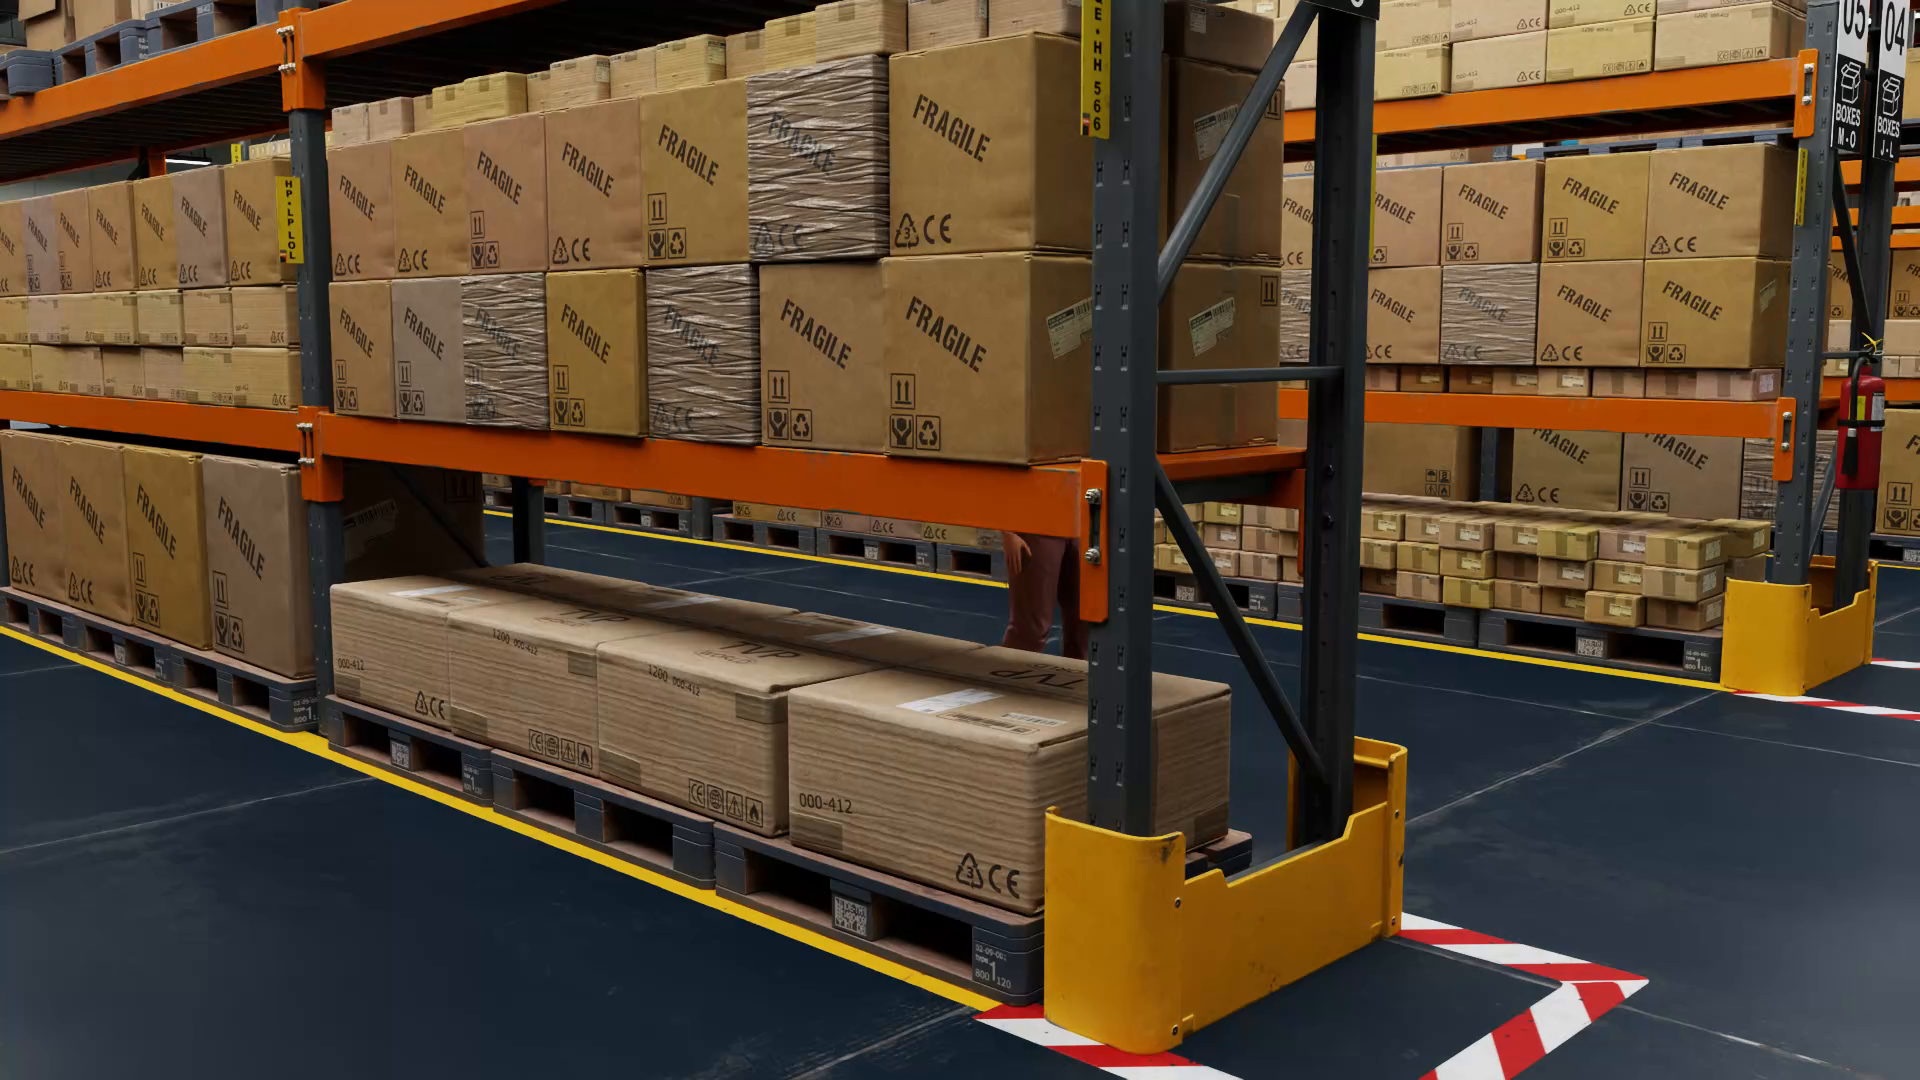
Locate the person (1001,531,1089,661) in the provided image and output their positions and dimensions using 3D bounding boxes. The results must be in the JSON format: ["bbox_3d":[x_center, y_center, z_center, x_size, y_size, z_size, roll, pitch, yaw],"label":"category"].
[{"bbox_3d":[0.406,-0.024,6.412,0.560,1.666,0.453,5,9,33],"label":"person"}]
